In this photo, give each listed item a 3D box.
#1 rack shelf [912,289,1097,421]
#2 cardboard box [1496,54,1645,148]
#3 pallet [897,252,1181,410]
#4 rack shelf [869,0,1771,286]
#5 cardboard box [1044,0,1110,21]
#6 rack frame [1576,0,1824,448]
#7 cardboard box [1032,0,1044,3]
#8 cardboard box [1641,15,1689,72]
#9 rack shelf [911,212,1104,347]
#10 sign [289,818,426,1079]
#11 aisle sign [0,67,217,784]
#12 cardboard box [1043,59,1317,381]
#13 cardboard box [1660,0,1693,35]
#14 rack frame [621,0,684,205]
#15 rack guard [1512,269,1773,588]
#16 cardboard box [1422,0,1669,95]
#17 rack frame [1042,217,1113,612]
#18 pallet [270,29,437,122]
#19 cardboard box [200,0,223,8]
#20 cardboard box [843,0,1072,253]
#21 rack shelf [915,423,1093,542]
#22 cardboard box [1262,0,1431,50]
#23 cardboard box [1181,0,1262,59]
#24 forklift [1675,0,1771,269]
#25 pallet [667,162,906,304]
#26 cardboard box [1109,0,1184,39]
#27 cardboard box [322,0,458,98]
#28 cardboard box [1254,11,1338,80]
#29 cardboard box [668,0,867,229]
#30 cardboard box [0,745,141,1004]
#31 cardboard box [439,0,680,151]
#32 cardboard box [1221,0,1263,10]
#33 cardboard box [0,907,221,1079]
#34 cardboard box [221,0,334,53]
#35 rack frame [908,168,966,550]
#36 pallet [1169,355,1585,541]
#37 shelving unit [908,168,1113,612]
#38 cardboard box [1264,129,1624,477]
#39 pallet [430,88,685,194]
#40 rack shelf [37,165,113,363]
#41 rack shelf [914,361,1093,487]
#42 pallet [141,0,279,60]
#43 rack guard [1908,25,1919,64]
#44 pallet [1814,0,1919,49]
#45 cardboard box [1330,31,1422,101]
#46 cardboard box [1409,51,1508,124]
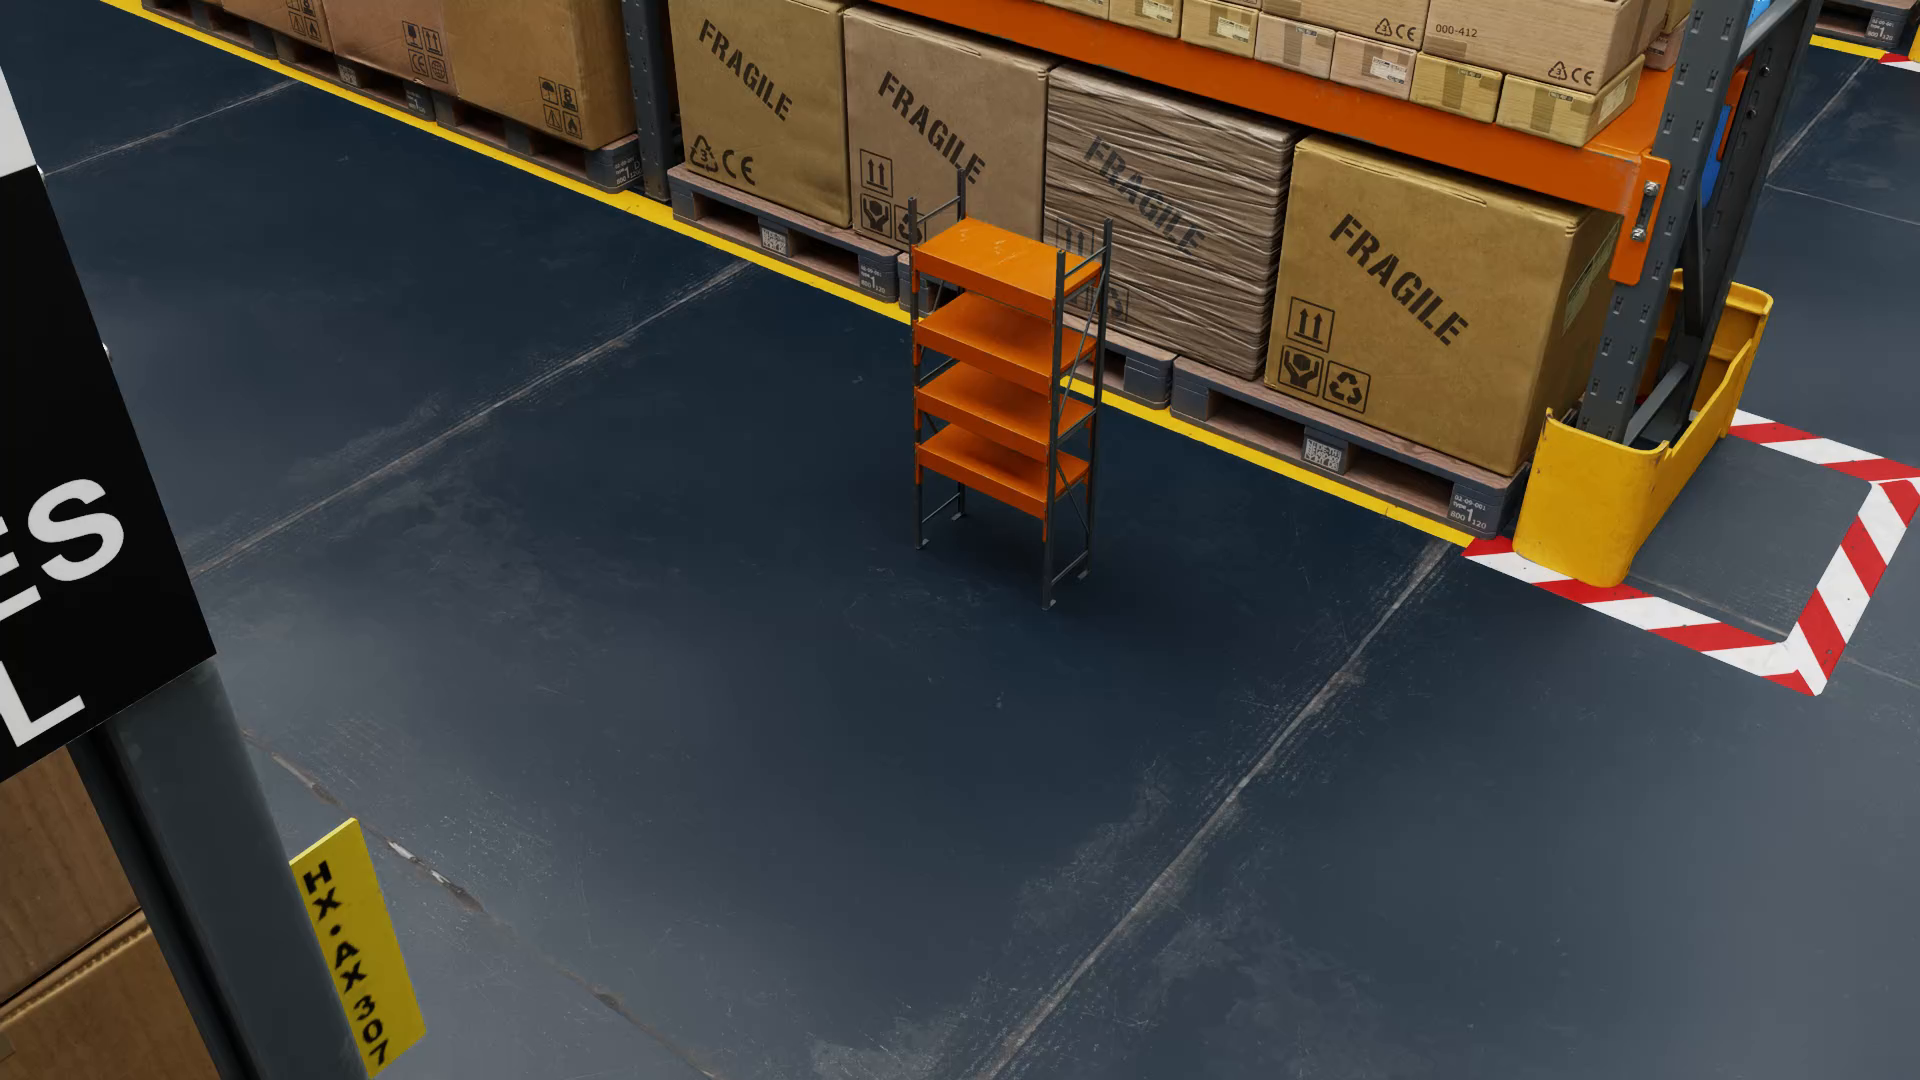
[{"bbox_3d":[0.131,-0.534,4.705,0.480,0.148,0.258,25,45,29],"label":"rack shelf"},{"bbox_3d":[1.696,-1.251,4.618,0.250,0.149,0.380,26,45,29],"label":"cardboard box"},{"bbox_3d":[0.531,-0.998,6.353,1.213,0.211,1.003,25,45,29],"label":"pallet"},{"bbox_3d":[0.590,-1.843,5.755,4.000,0.370,1.077,25,45,29],"label":"rack shelf"},{"bbox_3d":[0.482,-1.823,5.349,0.250,0.149,0.380,26,45,29],"label":"cardboard box"},{"bbox_3d":[2.179,-1.377,4.576,0.127,3.000,1.000,25,45,29],"label":"rack frame"},{"bbox_3d":[0.274,-1.920,5.473,0.250,0.149,0.380,24,44,27],"label":"cardboard box"},{"bbox_3d":[2.097,-1.573,5.030,0.250,0.149,0.380,26,45,29],"label":"cardboard box"},{"bbox_3d":[0.131,-0.720,4.559,0.480,0.148,0.258,25,45,29],"label":"rack shelf"},{"bbox_3d":[-0.585,0.407,1.595,0.005,0.325,0.100,25,45,29],"label":"sign"},{"bbox_3d":[-0.674,-0.130,0.874,0.004,0.787,0.394,25,45,29],"label":"aisle sign"},{"bbox_3d":[0.899,-1.248,5.793,0.875,0.875,0.875,25,45,29],"label":"cardboard box"},{"bbox_3d":[1.962,-1.748,4.929,0.500,0.250,0.500,24,44,27],"label":"cardboard box"},{"bbox_3d":[-0.998,-2.876,6.490,0.127,3.000,1.000,25,45,29],"label":"rack frame"},{"bbox_3d":[2.198,-0.384,5.335,0.348,0.500,1.175,25,45,29],"label":"rack guard"},{"bbox_3d":[1.633,-1.487,4.597,0.500,0.250,0.500,25,44,28],"label":"cardboard box"},{"bbox_3d":[0.325,-0.319,4.684,0.015,1.200,0.240,25,45,29],"label":"rack frame"},{"bbox_3d":[-2.630,-2.486,8.254,1.213,0.211,1.003,25,45,29],"label":"pallet"},{"bbox_3d":[-3.640,-3.434,8.585,0.875,0.875,1.225,23,44,27],"label":"cardboard box"},{"bbox_3d":[0.192,-1.581,6.219,0.875,0.875,0.875,25,45,29],"label":"cardboard box"},{"bbox_3d":[0.131,-0.201,4.965,0.480,0.148,0.258,25,45,29],"label":"rack shelf"},{"bbox_3d":[1.230,-1.677,4.840,0.500,0.250,0.500,24,44,28],"label":"cardboard box"},{"bbox_3d":[0.884,-1.633,5.106,0.250,0.149,0.380,24,44,28],"label":"cardboard box"},{"bbox_3d":[1.787,-2.845,6.506,3.031,2.935,1.130,26,45,29],"label":"forklift"},{"bbox_3d":[-0.442,-1.454,6.937,1.213,0.211,1.003,25,45,29],"label":"pallet"},{"bbox_3d":[0.677,-1.729,5.229,0.250,0.149,0.380,25,45,29],"label":"cardboard box"},{"bbox_3d":[-2.229,-2.768,7.736,0.875,0.875,1.225,24,44,27],"label":"cardboard box"},{"bbox_3d":[1.091,-1.536,4.983,0.250,0.149,0.380,26,45,29],"label":"cardboard box"},{"bbox_3d":[-0.523,-1.918,6.649,0.875,0.875,0.875,25,45,29],"label":"cardboard box"},{"bbox_3d":[-1.110,0.165,1.473,0.500,0.500,0.500,25,44,28],"label":"cardboard box"},{"bbox_3d":[-1.519,-2.434,7.309,0.875,0.875,1.225,25,45,29],"label":"cardboard box"},{"bbox_3d":[0.826,-1.868,5.083,0.500,0.250,0.500,24,44,27],"label":"cardboard box"},{"bbox_3d":[-1.103,0.553,1.787,0.500,0.500,0.500,27,46,31],"label":"cardboard box"},{"bbox_3d":[-2.937,-3.096,8.154,0.875,0.875,1.225,25,45,29],"label":"cardboard box"},{"bbox_3d":[-0.062,-0.502,4.918,0.015,1.200,0.240,25,45,29],"label":"rack frame"},{"bbox_3d":[1.496,-0.541,5.769,1.213,0.211,1.003,25,45,29],"label":"pallet"},{"bbox_3d":[0.131,-0.410,4.801,0.503,1.200,0.258,25,45,29],"label":"shelving unit"},{"bbox_3d":[1.622,-0.907,5.358,0.875,0.875,0.875,25,45,29],"label":"cardboard box"},{"bbox_3d":[-1.657,-2.030,7.671,1.213,0.211,1.003,25,45,29],"label":"pallet"},{"bbox_3d":[-2.503,-0.634,1.776,4.000,0.370,1.077,25,45,29],"label":"rack shelf"},{"bbox_3d":[0.131,-0.357,4.842,0.480,0.148,0.258,25,45,29],"label":"rack shelf"},{"bbox_3d":[-3.595,-2.944,8.838,1.213,0.211,1.003,25,45,29],"label":"pallet"},{"bbox_3d":[5.215,-2.816,8.441,0.348,0.500,1.175,25,45,29],"label":"rack guard"},{"bbox_3d":[4.556,-3.033,8.952,1.213,0.211,1.003,25,45,29],"label":"pallet"},{"bbox_3d":[1.289,-1.442,4.863,0.250,0.149,0.380,25,45,29],"label":"cardboard box"},{"bbox_3d":[1.488,-1.347,4.741,0.250,0.149,0.380,26,45,29],"label":"cardboard box"}]
